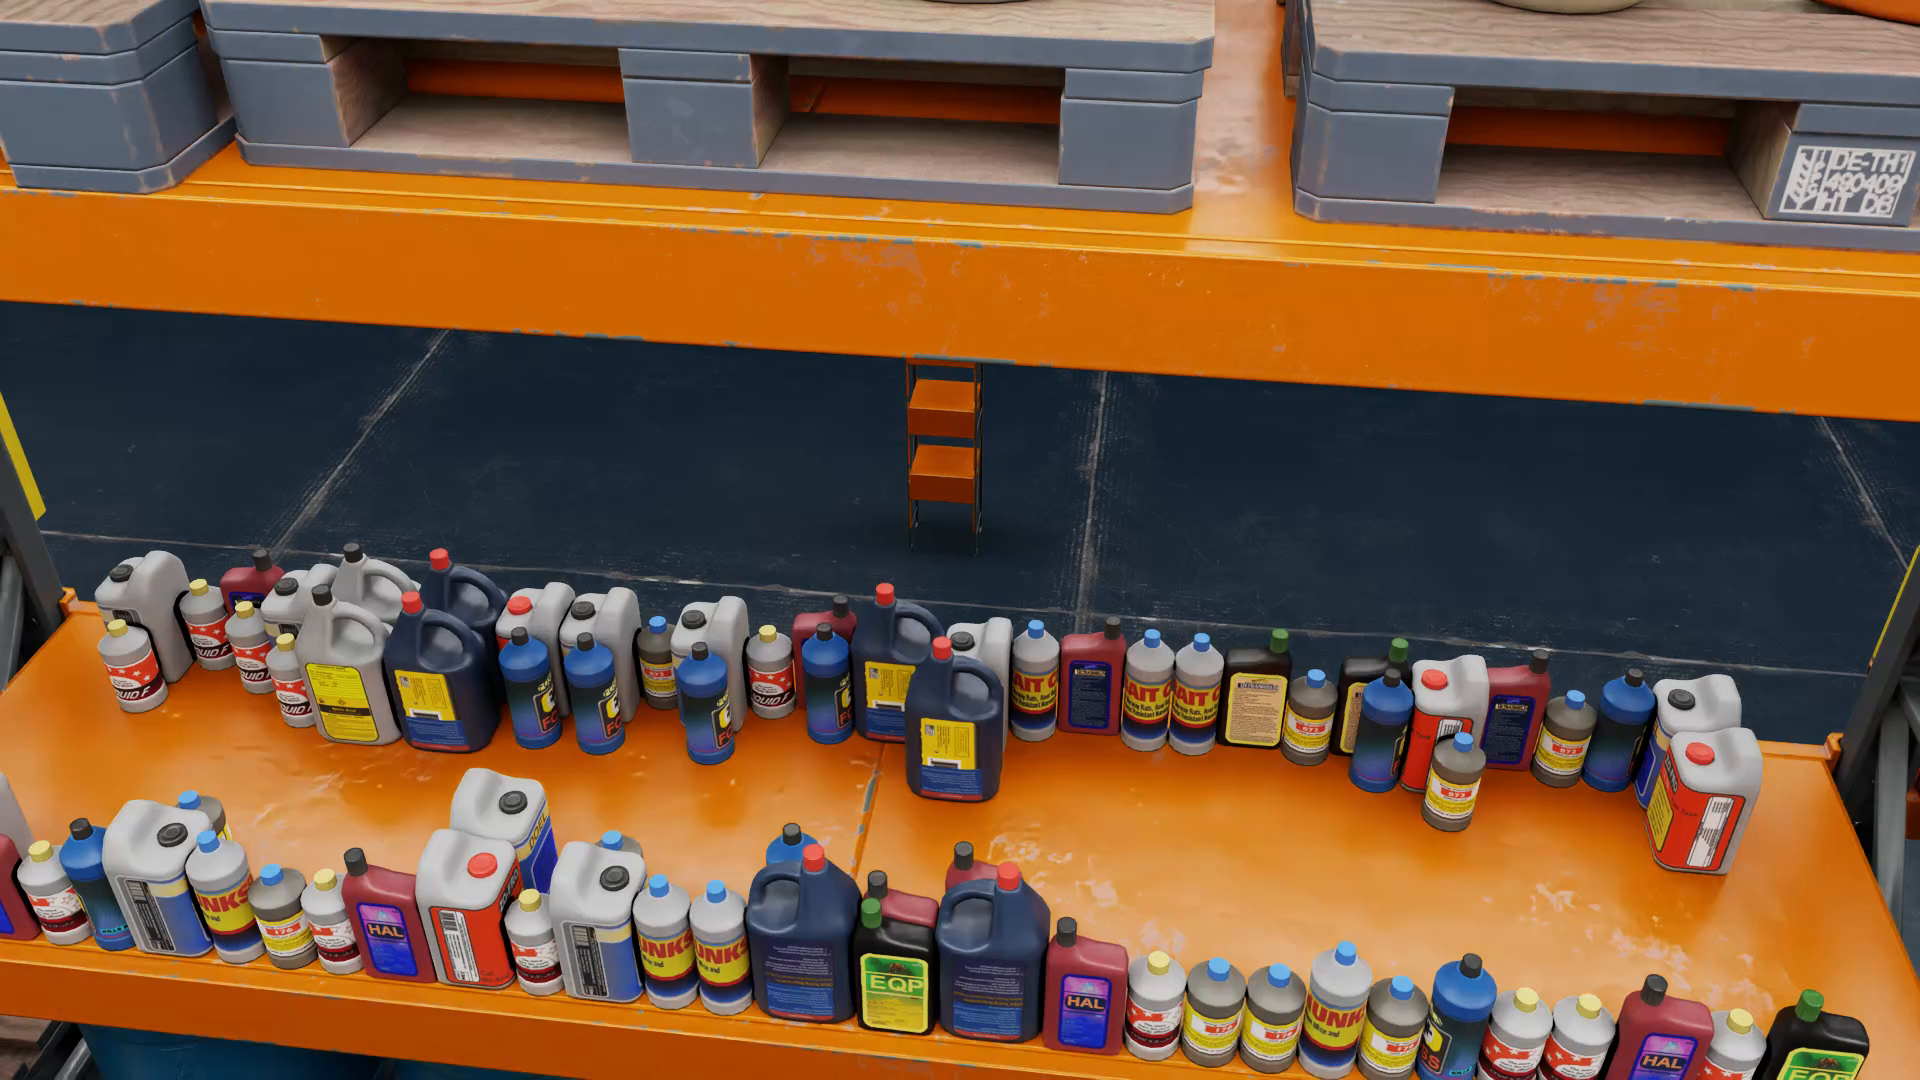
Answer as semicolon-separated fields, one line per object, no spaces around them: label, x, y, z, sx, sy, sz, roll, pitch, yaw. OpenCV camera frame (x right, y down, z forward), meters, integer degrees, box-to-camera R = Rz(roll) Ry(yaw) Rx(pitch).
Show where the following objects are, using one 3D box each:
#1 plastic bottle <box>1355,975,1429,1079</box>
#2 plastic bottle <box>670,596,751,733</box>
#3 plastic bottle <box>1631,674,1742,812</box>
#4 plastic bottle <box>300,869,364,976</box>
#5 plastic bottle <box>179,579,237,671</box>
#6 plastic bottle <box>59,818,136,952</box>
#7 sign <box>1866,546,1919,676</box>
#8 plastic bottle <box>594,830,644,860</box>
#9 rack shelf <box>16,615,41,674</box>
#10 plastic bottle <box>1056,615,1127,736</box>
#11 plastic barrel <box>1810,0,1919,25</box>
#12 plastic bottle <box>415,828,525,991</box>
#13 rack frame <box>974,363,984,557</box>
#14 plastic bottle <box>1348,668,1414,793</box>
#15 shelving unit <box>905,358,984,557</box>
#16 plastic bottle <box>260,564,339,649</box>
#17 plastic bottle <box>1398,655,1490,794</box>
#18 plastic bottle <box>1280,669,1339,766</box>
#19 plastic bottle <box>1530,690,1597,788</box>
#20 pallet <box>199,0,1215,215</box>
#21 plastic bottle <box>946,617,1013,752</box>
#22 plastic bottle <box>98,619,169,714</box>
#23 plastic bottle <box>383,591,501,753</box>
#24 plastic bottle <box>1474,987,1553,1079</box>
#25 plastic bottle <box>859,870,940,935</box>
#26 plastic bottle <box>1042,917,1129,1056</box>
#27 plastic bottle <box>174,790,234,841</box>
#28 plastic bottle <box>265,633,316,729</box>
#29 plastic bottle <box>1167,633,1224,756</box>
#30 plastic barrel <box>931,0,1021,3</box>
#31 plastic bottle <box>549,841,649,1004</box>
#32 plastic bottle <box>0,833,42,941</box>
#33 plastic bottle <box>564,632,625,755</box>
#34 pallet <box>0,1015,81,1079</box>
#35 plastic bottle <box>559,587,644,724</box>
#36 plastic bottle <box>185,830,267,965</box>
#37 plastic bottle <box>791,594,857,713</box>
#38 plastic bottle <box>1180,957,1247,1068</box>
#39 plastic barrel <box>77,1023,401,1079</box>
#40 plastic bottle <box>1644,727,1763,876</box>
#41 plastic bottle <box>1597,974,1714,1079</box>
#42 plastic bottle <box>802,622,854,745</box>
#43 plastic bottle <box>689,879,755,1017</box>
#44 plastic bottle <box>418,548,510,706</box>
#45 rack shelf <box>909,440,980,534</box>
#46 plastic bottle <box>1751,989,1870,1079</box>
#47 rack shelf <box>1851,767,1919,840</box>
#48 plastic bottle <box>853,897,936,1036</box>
plastic bottle;0.710;0.794;2.727;0.097;0.201;0.097;0;36;0
plastic bottle;-0.513;0.243;3.434;0.135;0.276;0.152;4;36;6
plastic bottle;1.409;0.387;3.233;0.135;0.276;0.152;4;36;6
plastic bottle;-1.093;0.659;2.915;0.097;0.201;0.097;0;36;0
plastic bottle;-1.620;0.175;3.593;0.097;0.201;0.097;0;36;0
plastic bottle;-1.516;0.599;2.939;0.097;0.271;0.097;0;36;0
sign;1.860;0.171;3.288;0.005;0.325;0.100;4;36;6
plastic bottle;-0.614;0.606;2.990;0.097;0.201;0.097;0;36;0
rack shelf;-4.155;0.403;3.722;4.000;0.370;1.077;4;36;6
plastic bottle;0.268;0.272;3.387;0.133;0.283;0.061;4;36;6
plastic barrel;1.234;-1.056;1.834;0.708;0.830;0.600;4;36;6
plastic bottle;-0.842;0.631;2.890;0.135;0.276;0.152;4;36;6
rack frame;0.068;-0.422;5.938;0.008;1.050;0.200;4;36;6
plastic bottle;0.830;0.365;3.267;0.097;0.271;0.097;0;36;0
shelving unit;-0.053;-0.431;5.951;0.252;1.050;0.215;4;36;6
plastic bottle;-1.376;0.179;3.524;0.135;0.276;0.152;4;36;6
plastic bottle;0.950;0.353;3.281;0.135;0.276;0.152;4;36;6
plastic bottle;0.706;0.349;3.350;0.097;0.201;0.097;0;36;0
plastic bottle;1.201;0.386;3.299;0.097;0.201;0.097;0;36;0
pallet;-0.256;-0.802;2.371;1.213;0.211;1.003;4;36;6
plastic bottle;0.033;0.284;3.376;0.135;0.276;0.152;4;36;6
plastic bottle;-1.736;0.256;3.481;0.097;0.201;0.097;0;36;0
plastic bottle;-1.052;0.255;3.353;0.185;0.351;0.144;4;36;6
plastic bottle;0.904;0.808;2.707;0.097;0.201;0.097;0;36;0
plastic bottle;-0.100;0.675;2.823;0.133;0.283;0.061;4;36;6
plastic bottle;0.207;0.733;2.741;0.133;0.283;0.061;4;36;6
plastic bottle;-1.400;0.547;3.072;0.097;0.201;0.097;0;36;0
plastic bottle;-1.374;0.283;3.443;0.097;0.201;0.097;0;36;0
plastic bottle;0.477;0.303;3.354;0.097;0.271;0.097;0;36;0
plastic barrel;0.019;-0.937;1.920;0.433;0.535;0.433;0;36;0
plastic bottle;-0.612;0.649;2.866;0.135;0.276;0.152;4;36;6
plastic bottle;-1.729;0.589;2.943;0.133;0.283;0.061;4;36;6
plastic bottle;-0.740;0.301;3.356;0.097;0.271;0.097;0;36;0
pallet;-2.905;1.362;4.160;1.213;0.211;1.003;4;36;6
plastic bottle;-0.743;0.226;3.458;0.135;0.276;0.152;4;36;6
plastic bottle;-1.286;0.616;2.915;0.097;0.271;0.097;0;36;0
plastic bottle;-0.277;0.231;3.444;0.133;0.283;0.061;4;36;6
plastic bottle;0.421;0.772;2.757;0.097;0.201;0.097;0;36;0
plastic barrel;-1.633;0.992;3.723;0.708;0.901;0.600;4;36;6
plastic bottle;1.389;0.474;3.110;0.135;0.276;0.152;4;36;6
plastic bottle;1.112;0.801;2.646;0.133;0.283;0.061;4;36;6
plastic bottle;-0.270;0.283;3.382;0.097;0.271;0.097;0;36;0
plastic bottle;-0.404;0.682;2.823;0.097;0.271;0.097;0;36;0
plastic bottle;-1.034;0.172;3.470;0.185;0.351;0.144;4;36;6
rack shelf;-0.053;-0.196;6.118;0.240;0.259;0.215;4;36;6
plastic bottle;1.341;0.818;2.622;0.133;0.283;0.061;4;36;6
rack shelf;3.780;0.995;2.892;4.000;0.370;1.077;4;36;6
plastic bottle;-0.108;0.710;2.774;0.133;0.283;0.061;4;36;6
